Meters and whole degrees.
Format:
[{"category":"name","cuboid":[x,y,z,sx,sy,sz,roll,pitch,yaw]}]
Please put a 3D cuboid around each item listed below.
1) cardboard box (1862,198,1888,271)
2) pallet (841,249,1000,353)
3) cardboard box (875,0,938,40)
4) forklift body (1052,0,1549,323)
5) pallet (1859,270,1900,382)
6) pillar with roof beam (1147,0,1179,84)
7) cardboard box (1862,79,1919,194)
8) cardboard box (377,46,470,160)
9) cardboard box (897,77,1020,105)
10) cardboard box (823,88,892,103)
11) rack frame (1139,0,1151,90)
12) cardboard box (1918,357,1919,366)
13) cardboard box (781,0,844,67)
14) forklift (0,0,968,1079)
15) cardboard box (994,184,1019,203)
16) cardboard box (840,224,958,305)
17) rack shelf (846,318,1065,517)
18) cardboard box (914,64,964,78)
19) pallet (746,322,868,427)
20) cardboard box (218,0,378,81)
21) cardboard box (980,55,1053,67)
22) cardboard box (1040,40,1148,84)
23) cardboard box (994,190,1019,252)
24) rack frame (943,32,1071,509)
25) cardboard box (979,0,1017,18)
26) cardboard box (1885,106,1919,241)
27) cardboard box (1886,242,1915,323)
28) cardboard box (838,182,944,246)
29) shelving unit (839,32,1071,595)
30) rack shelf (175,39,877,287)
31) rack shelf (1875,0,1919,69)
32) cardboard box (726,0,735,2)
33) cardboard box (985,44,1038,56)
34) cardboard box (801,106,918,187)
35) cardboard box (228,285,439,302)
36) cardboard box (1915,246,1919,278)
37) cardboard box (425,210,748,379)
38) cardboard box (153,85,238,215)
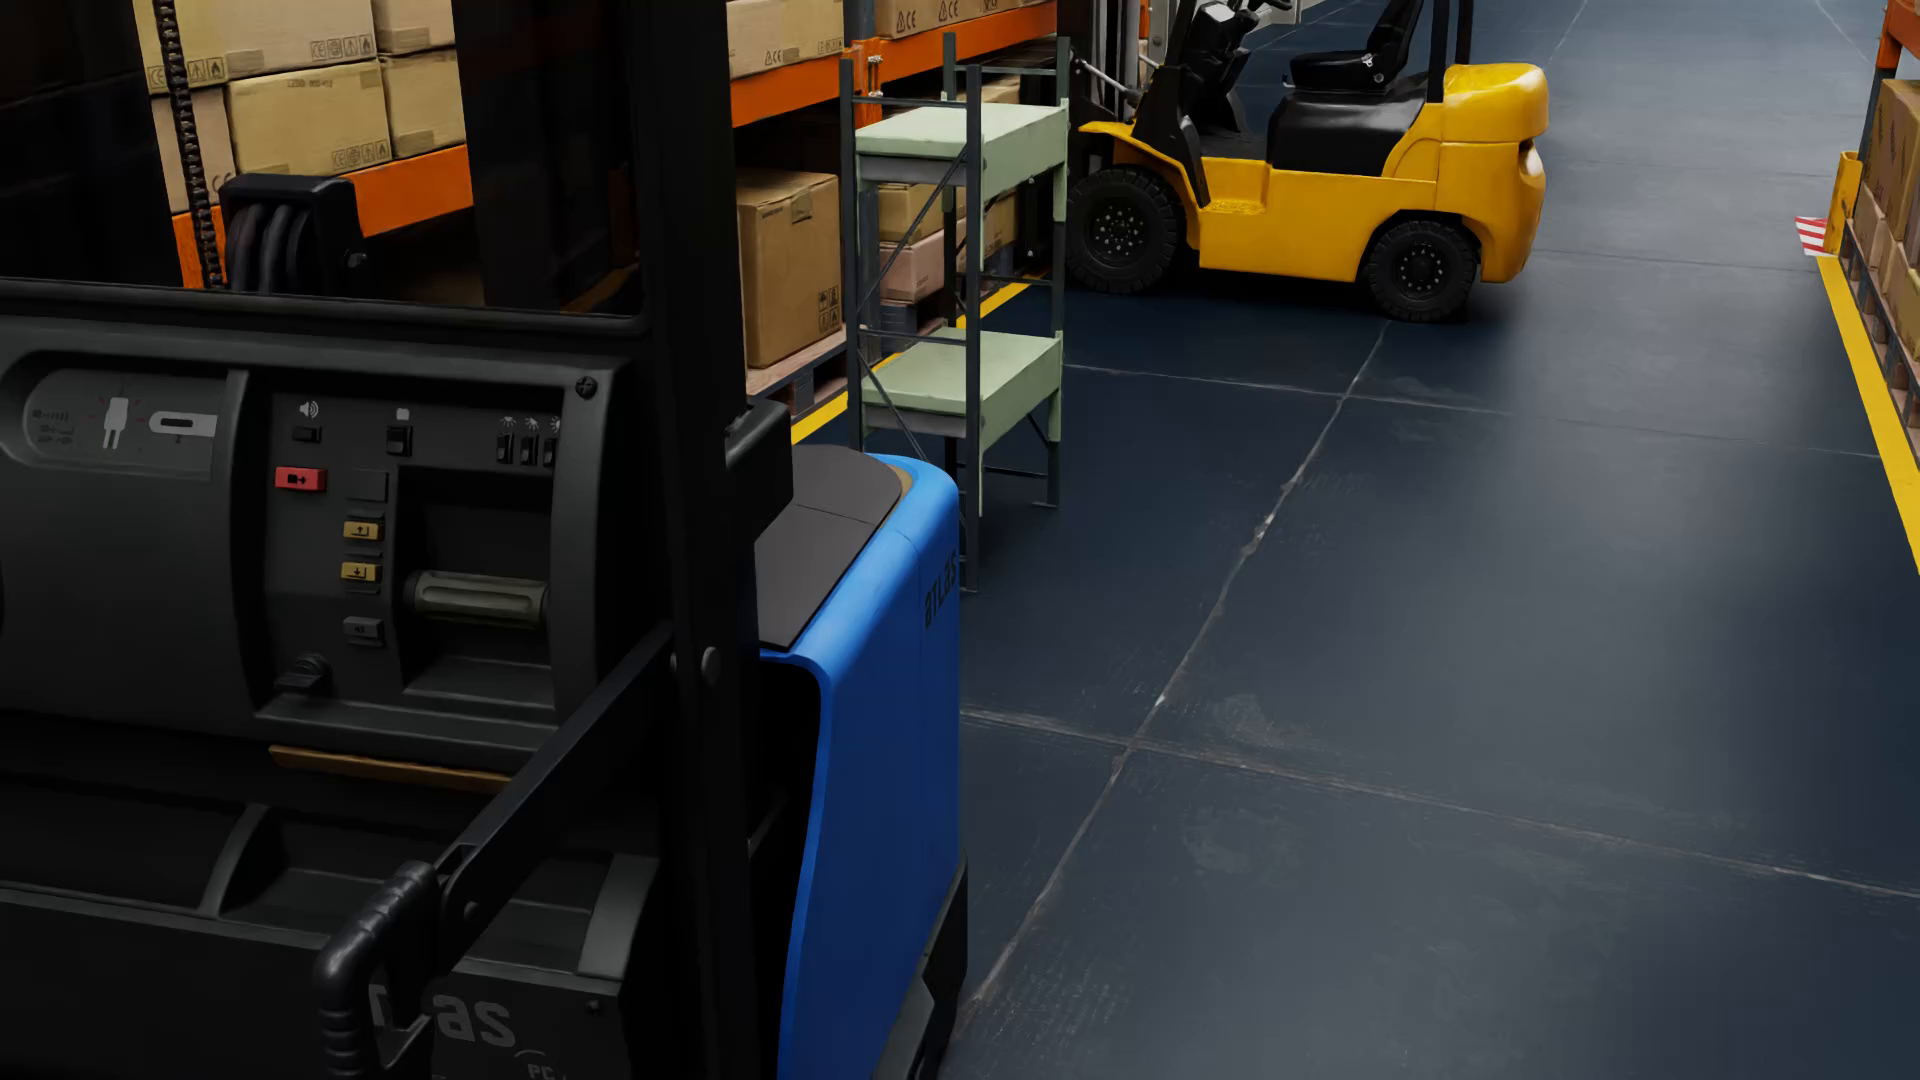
[{"category":"cardboard box","cuboid":[4.524,-1.411,7.758,0.500,0.250,0.500,10,25,22]},{"category":"pallet","cuboid":[-0.484,-1.186,7.815,1.003,0.211,1.213,9,24,20]},{"category":"cardboard box","cuboid":[-0.411,-2.362,6.882,0.500,0.500,0.500,8,24,19]},{"category":"forklift body","cuboid":[1.657,-2.294,7.952,2.313,2.155,1.214,9,24,20]},{"category":"pallet","cuboid":[4.460,-0.882,7.087,1.003,0.211,1.213,9,24,20]},{"category":"pillar with roof beam","cuboid":[5.798,-7.804,12.259,9.100,9.000,0.400,9,24,20]},{"category":"cardboard box","cuboid":[4.713,-1.930,8.027,0.500,0.500,0.500,8,24,18]},{"category":"cardboard box","cuboid":[-1.536,-1.182,4.382,0.500,0.250,0.500,8,24,18]},{"category":"cardboard box","cuboid":[0.026,-2.070,8.039,0.500,0.250,0.500,10,25,22]},{"category":"cardboard box","cuboid":[-0.641,-1.968,7.795,0.500,0.250,0.500,8,24,19]},{"category":"rack frame","cuboid":[0.667,-3.626,10.038,1.000,3.000,0.127,9,24,20]},{"category":"cardboard box","cuboid":[3.762,-0.660,5.961,0.500,0.250,0.500,10,25,22]},{"category":"cardboard box","cuboid":[-0.763,-1.907,6.119,0.500,0.250,0.500,9,24,21]},{"category":"forklift","cuboid":[-0.818,0.010,1.422,1.130,2.935,3.031,5,23,12]},{"category":"cardboard box","cuboid":[0.031,-1.837,8.131,0.500,0.250,0.500,9,24,20]},{"category":"cardboard box","cuboid":[-0.331,-1.245,7.361,0.500,0.250,0.500,9,24,21]},{"category":"rack shelf","cuboid":[0.002,-0.394,5.092,0.431,0.370,0.720,9,24,20]},{"category":"cardboard box","cuboid":[-0.262,-2.328,8.657,0.500,0.250,0.500,8,24,19]},{"category":"pallet","cuboid":[-1.056,-0.638,6.504,1.003,0.211,1.213,9,24,20]},{"category":"cardboard box","cuboid":[-1.725,-1.227,3.842,0.500,0.250,0.500,10,25,22]},{"category":"cardboard box","cuboid":[0.424,-2.437,8.918,0.500,0.250,0.500,9,24,21]},{"category":"cardboard box","cuboid":[0.786,-2.802,9.793,0.500,0.250,0.500,10,25,22]},{"category":"cardboard box","cuboid":[0.019,-1.615,8.247,0.500,0.250,0.500,9,24,21]},{"category":"rack frame","cuboid":[0.138,-0.825,5.280,0.400,1.500,0.023,9,24,20]},{"category":"cardboard box","cuboid":[-0.046,-2.732,7.769,0.500,0.500,0.500,9,24,20]},{"category":"cardboard box","cuboid":[4.329,-1.564,7.151,0.500,0.500,0.500,9,24,21]},{"category":"cardboard box","cuboid":[4.143,-1.033,6.854,0.500,0.250,0.500,9,24,21]},{"category":"cardboard box","cuboid":[-0.352,-1.479,7.272,0.500,0.250,0.500,9,24,20]},{"category":"shelving unit","cuboid":[0.002,-0.694,4.967,0.431,1.500,0.755,9,24,20]},{"category":"rack shelf","cuboid":[-1.561,-1.146,5.036,1.077,0.370,4.000,9,24,20]},{"category":"rack shelf","cuboid":[4.534,-1.869,6.765,1.077,0.370,4.000,9,24,20]},{"category":"cardboard box","cuboid":[-0.948,-1.958,5.592,0.500,0.250,0.500,8,24,19]},{"category":"cardboard box","cuboid":[0.131,-2.688,9.518,0.500,0.250,0.500,9,24,20]},{"category":"cardboard box","cuboid":[-0.347,-1.709,7.174,0.500,0.250,0.500,8,24,19]},{"category":"cardboard box","cuboid":[-1.824,-0.317,4.653,0.875,0.625,0.625,10,25,22]},{"category":"cardboard box","cuboid":[3.949,-1.188,6.253,0.500,0.500,0.500,9,24,21]},{"category":"cardboard box","cuboid":[-1.297,-0.827,5.875,0.875,0.625,0.625,9,24,20]},{"category":"cardboard box","cuboid":[-1.912,-0.817,3.509,0.500,0.250,0.500,9,24,20]}]
